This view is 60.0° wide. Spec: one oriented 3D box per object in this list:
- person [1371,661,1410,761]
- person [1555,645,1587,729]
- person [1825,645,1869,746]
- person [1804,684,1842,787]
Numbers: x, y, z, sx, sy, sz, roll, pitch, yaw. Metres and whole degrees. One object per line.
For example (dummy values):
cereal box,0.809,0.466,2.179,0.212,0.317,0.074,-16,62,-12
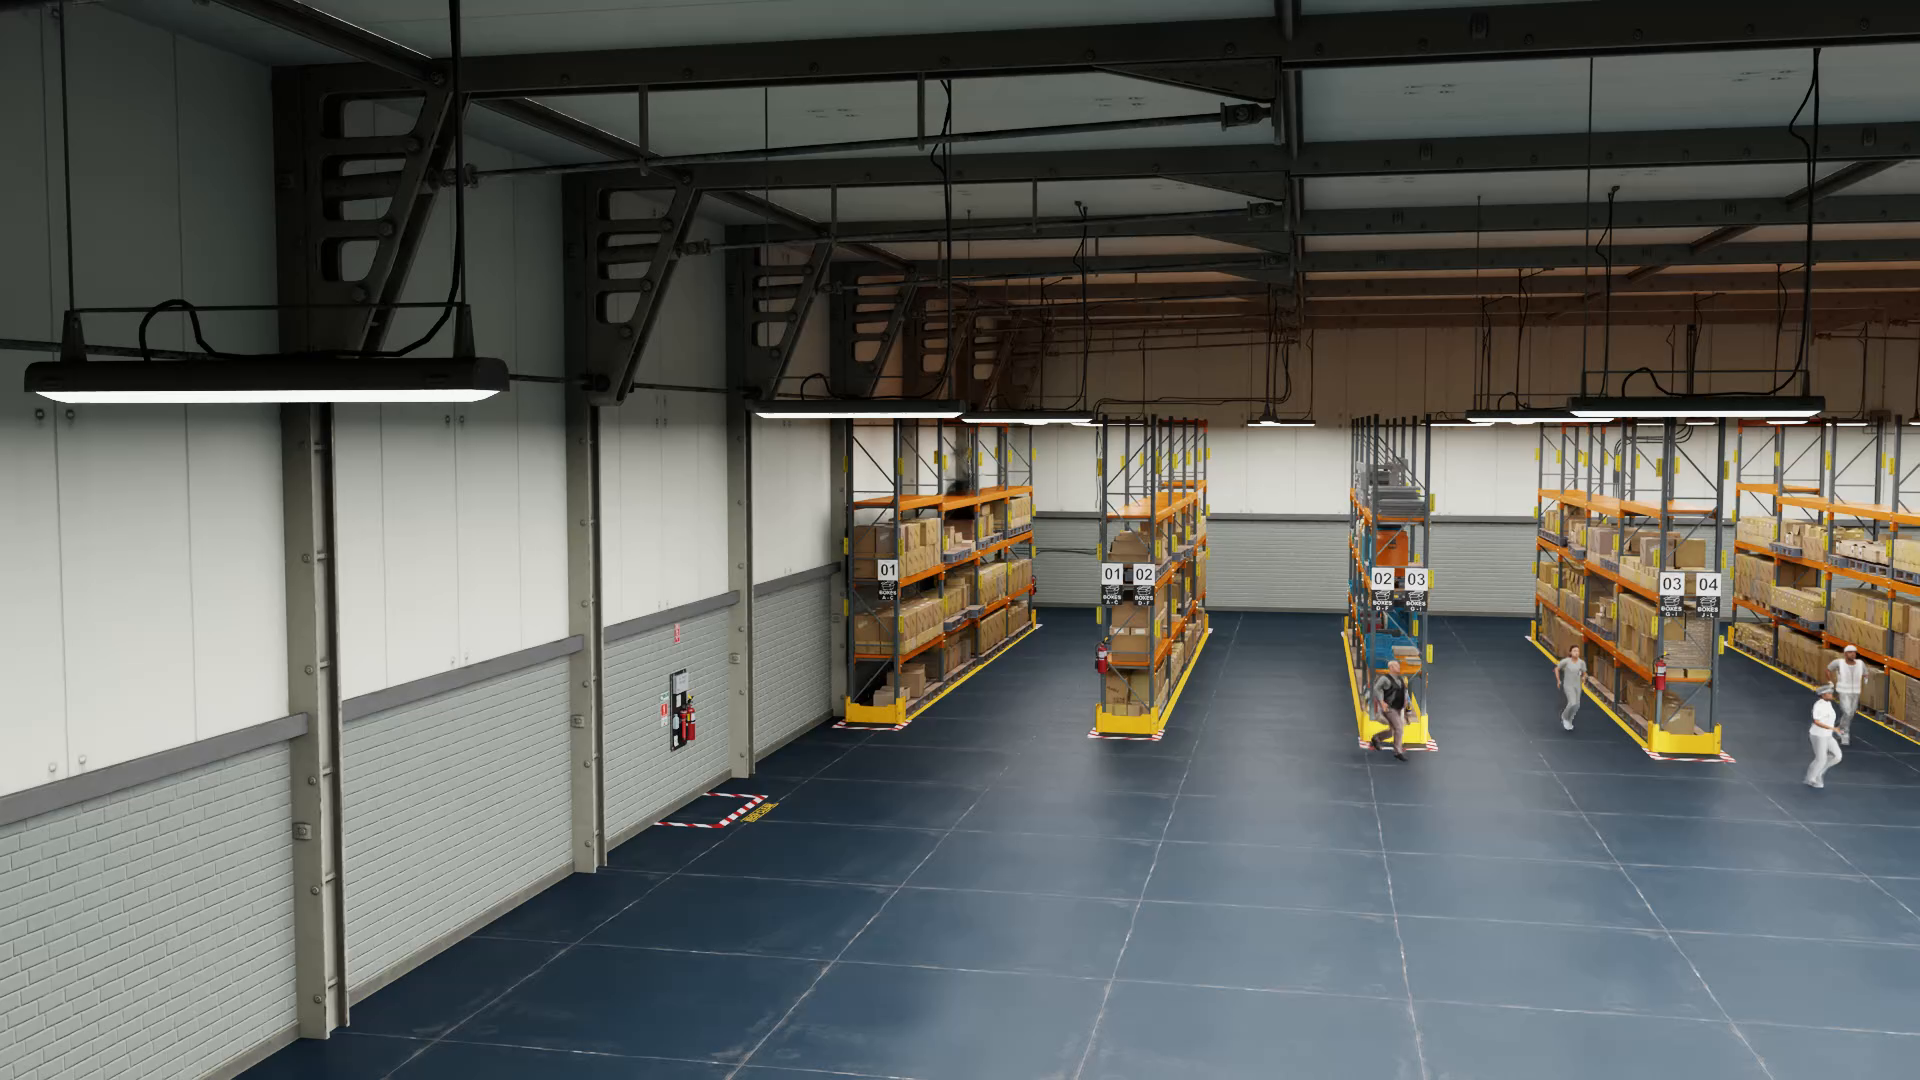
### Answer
person,7.528,2.953,29.007,0.671,1.707,0.860,-3,5,-40
person,11.604,2.794,31.500,0.536,1.626,0.702,0,4,-5
person,16.221,2.826,30.333,0.662,1.840,0.778,0,4,1
person,13.800,3.123,26.524,0.584,1.658,0.581,-4,5,-43
